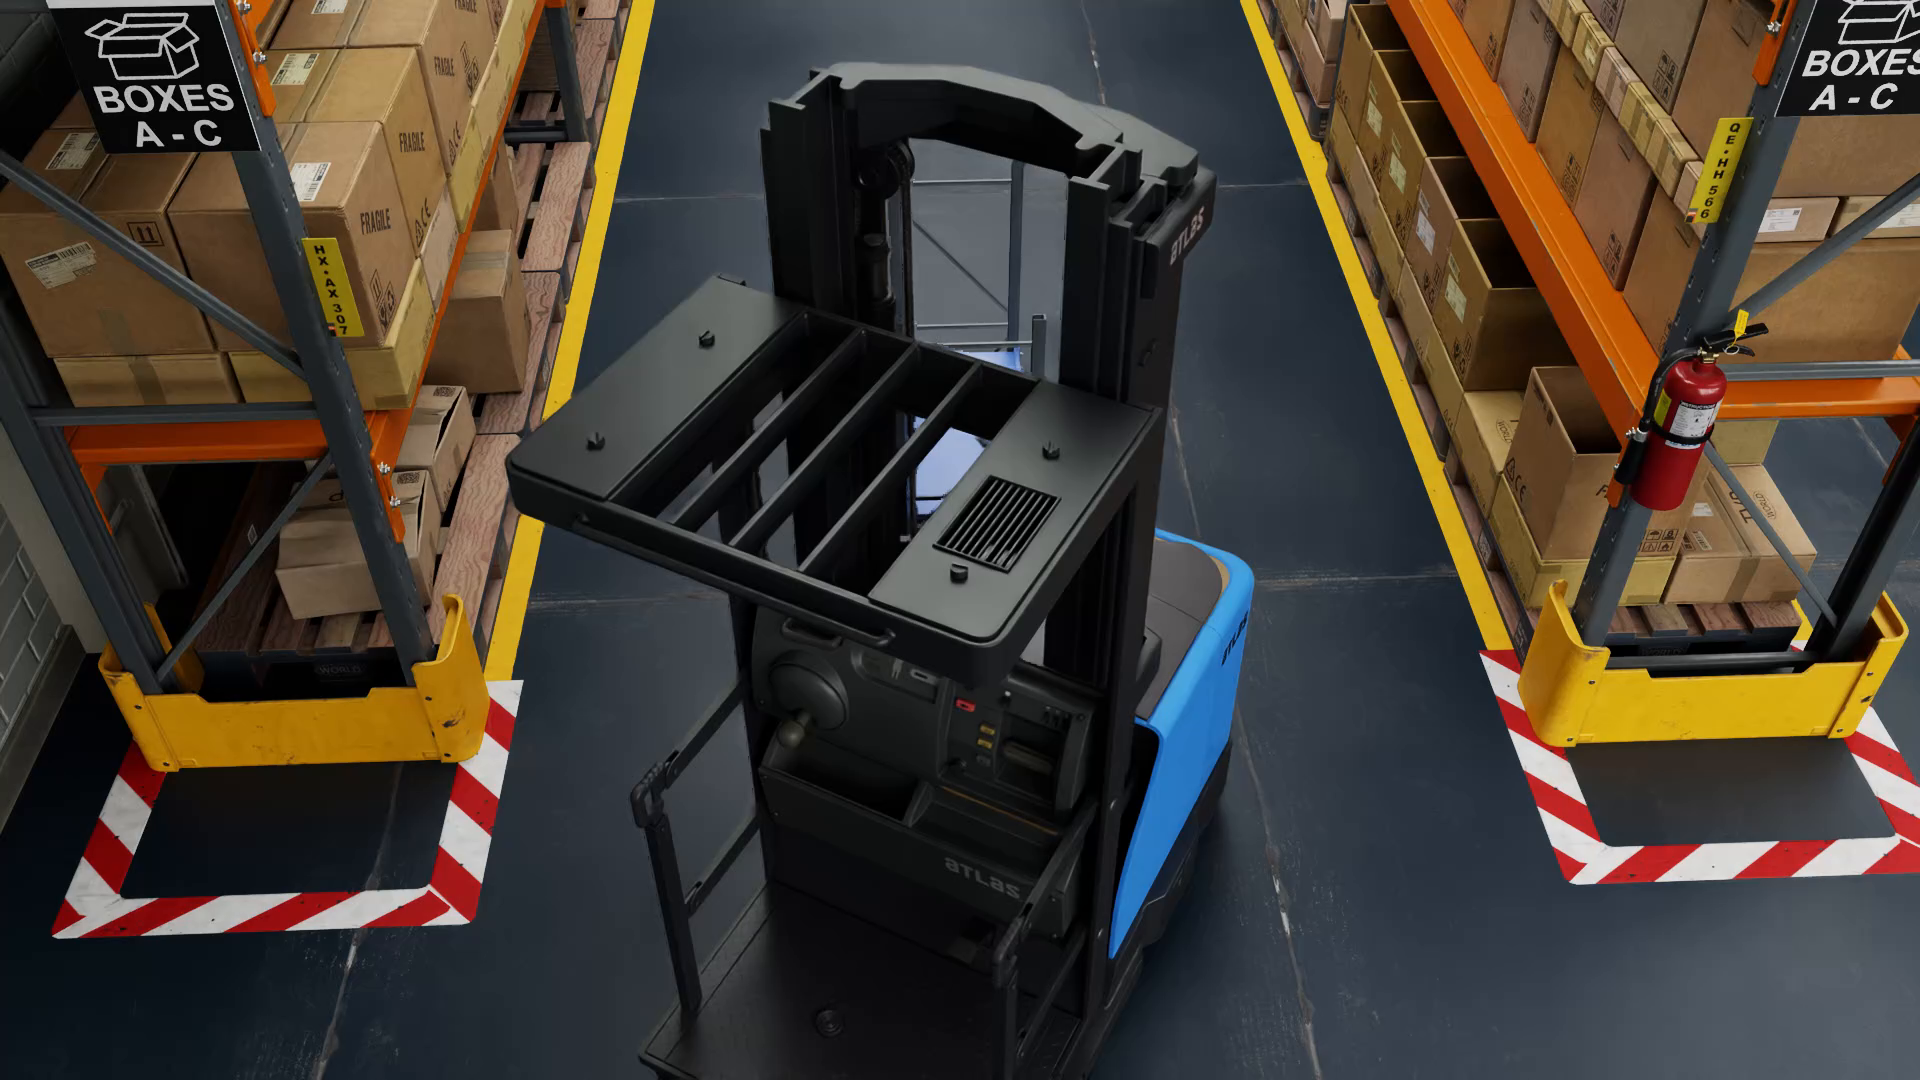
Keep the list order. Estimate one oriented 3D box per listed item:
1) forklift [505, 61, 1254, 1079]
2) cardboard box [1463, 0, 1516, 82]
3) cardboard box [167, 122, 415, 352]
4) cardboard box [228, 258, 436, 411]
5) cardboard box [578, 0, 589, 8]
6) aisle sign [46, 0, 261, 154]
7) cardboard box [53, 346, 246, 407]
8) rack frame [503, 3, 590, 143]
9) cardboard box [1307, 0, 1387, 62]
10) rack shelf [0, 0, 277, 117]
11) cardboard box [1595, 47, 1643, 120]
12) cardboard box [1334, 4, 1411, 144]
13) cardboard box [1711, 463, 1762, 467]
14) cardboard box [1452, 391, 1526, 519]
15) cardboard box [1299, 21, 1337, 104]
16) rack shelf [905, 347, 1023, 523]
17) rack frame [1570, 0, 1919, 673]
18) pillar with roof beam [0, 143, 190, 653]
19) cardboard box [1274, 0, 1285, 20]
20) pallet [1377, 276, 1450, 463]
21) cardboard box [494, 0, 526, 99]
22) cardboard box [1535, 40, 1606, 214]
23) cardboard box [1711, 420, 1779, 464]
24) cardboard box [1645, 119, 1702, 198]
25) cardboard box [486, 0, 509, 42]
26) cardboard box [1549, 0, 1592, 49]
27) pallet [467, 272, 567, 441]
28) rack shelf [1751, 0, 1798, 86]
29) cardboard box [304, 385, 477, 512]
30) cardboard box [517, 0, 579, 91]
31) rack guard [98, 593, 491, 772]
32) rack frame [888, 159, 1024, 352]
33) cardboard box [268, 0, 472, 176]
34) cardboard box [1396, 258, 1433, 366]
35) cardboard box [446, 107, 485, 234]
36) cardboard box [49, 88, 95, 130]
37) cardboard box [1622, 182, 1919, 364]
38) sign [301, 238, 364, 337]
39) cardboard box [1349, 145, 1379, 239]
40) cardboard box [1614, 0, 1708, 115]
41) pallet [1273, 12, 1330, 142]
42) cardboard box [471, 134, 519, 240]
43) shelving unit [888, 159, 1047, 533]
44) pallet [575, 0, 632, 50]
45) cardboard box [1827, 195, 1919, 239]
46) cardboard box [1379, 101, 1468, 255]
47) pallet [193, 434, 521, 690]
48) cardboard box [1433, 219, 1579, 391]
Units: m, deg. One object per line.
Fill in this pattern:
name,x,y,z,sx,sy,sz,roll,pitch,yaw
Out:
forklift,-0.210,0.505,4.030,1.130,2.935,3.031,19,46,20
cardboard box,2.551,-2.257,6.919,0.700,0.500,0.500,-1,43,-1
cardboard box,-2.020,-0.929,5.084,0.500,0.500,0.500,-2,43,-2
cardboard box,-2.003,-0.660,5.346,0.500,0.250,0.500,-3,43,-3
cardboard box,-2.571,-3.500,9.873,0.700,0.500,0.500,-1,43,-1
aisle sign,-1.997,-1.288,4.011,0.394,0.787,0.004,-2,43,-2
cardboard box,-2.513,-0.631,5.315,0.500,0.250,0.500,-1,43,-1
rack frame,-2.470,-3.070,7.879,1.000,3.000,0.127,-2,43,-2
cardboard box,2.176,-2.827,8.924,0.500,0.311,0.500,-2,43,-2
rack shelf,-2.385,-2.560,5.635,1.077,0.370,4.000,-2,43,-2
cardboard box,2.411,-1.562,5.680,0.380,0.149,0.250,-1,43,-1
cardboard box,2.186,-2.310,8.219,0.500,0.500,0.500,-2,43,-2
cardboard box,2.824,-0.361,6.648,0.500,0.250,0.500,-2,43,-2
cardboard box,2.298,-0.346,6.632,0.500,0.250,0.500,-2,43,-2
cardboard box,2.172,-2.627,9.120,0.500,0.250,0.500,-2,43,-2
rack shelf,0.004,-0.363,6.302,0.538,0.185,1.000,-2,43,-2
rack frame,2.649,-0.514,5.091,1.000,3.000,0.127,-2,43,-2
pillar with roof beam,1.108,-3.152,3.529,9.100,9.000,0.400,-2,43,-2
cardboard box,2.130,-3.314,9.870,0.500,0.250,0.500,-1,43,-1
pallet,2.526,-0.823,7.491,1.003,0.211,1.213,-2,43,-2
cardboard box,-2.097,-2.035,6.846,0.500,0.250,0.500,-2,43,-2
cardboard box,2.600,-1.556,6.154,0.700,0.500,0.500,-1,43,-2
cardboard box,2.826,-0.637,6.395,0.500,0.500,0.500,-2,43,-2
cardboard box,2.430,-1.219,5.306,0.380,0.149,0.250,-1,43,-1
cardboard box,-2.103,-2.311,6.592,0.500,0.500,0.500,-3,43,-3
cardboard box,2.386,-1.916,6.067,0.380,0.149,0.250,-1,43,-1
pallet,-2.351,-0.764,7.427,1.003,0.211,1.213,-2,43,-2
rack shelf,2.565,-2.705,5.793,1.077,0.370,4.000,-2,43,-2
cardboard box,-2.263,-0.395,6.625,0.500,0.311,0.500,2,43,2
cardboard box,-2.517,-2.807,9.117,0.700,0.500,0.500,0,43,0
rack guard,-2.303,0.501,5.834,1.175,0.500,0.348,-2,43,-2
rack frame,-0.018,-0.838,6.555,0.500,1.500,0.032,-2,43,-2
cardboard box,-2.046,-1.612,5.830,0.500,0.500,0.500,-3,43,-3
cardboard box,2.256,-1.021,7.368,0.500,0.250,0.500,-2,43,-2
cardboard box,-2.055,-1.354,6.104,0.500,0.250,0.500,-2,43,-2
cardboard box,-2.544,-1.250,5.435,0.500,0.500,0.500,-1,43,-1
cardboard box,2.642,-0.866,5.401,0.700,0.500,0.500,-2,43,-2
sign,-1.758,-0.704,4.658,0.100,0.325,0.005,-2,43,-2
cardboard box,2.212,-1.696,8.105,0.500,0.250,0.500,-2,43,-2
cardboard box,2.612,-1.735,5.389,0.700,0.500,0.500,-3,43,-3
pallet,2.409,-2.683,9.520,1.003,0.211,1.213,-2,43,-2
cardboard box,-2.385,-1.611,7.812,0.500,0.500,0.500,-5,43,-5
shelving unit,0.004,-0.495,6.180,0.538,1.500,1.048,-2,43,-2
pallet,-2.559,-3.393,10.295,1.003,0.211,1.213,-2,43,-2
cardboard box,2.848,-1.061,5.134,0.380,0.149,0.250,-2,43,-2
cardboard box,2.229,-1.635,7.483,0.500,0.500,0.500,-2,43,-2
pallet,-2.302,0.058,6.531,1.003,0.211,1.213,-2,43,-2
cardboard box,2.272,-0.960,6.746,0.500,0.500,0.500,-2,43,-2
